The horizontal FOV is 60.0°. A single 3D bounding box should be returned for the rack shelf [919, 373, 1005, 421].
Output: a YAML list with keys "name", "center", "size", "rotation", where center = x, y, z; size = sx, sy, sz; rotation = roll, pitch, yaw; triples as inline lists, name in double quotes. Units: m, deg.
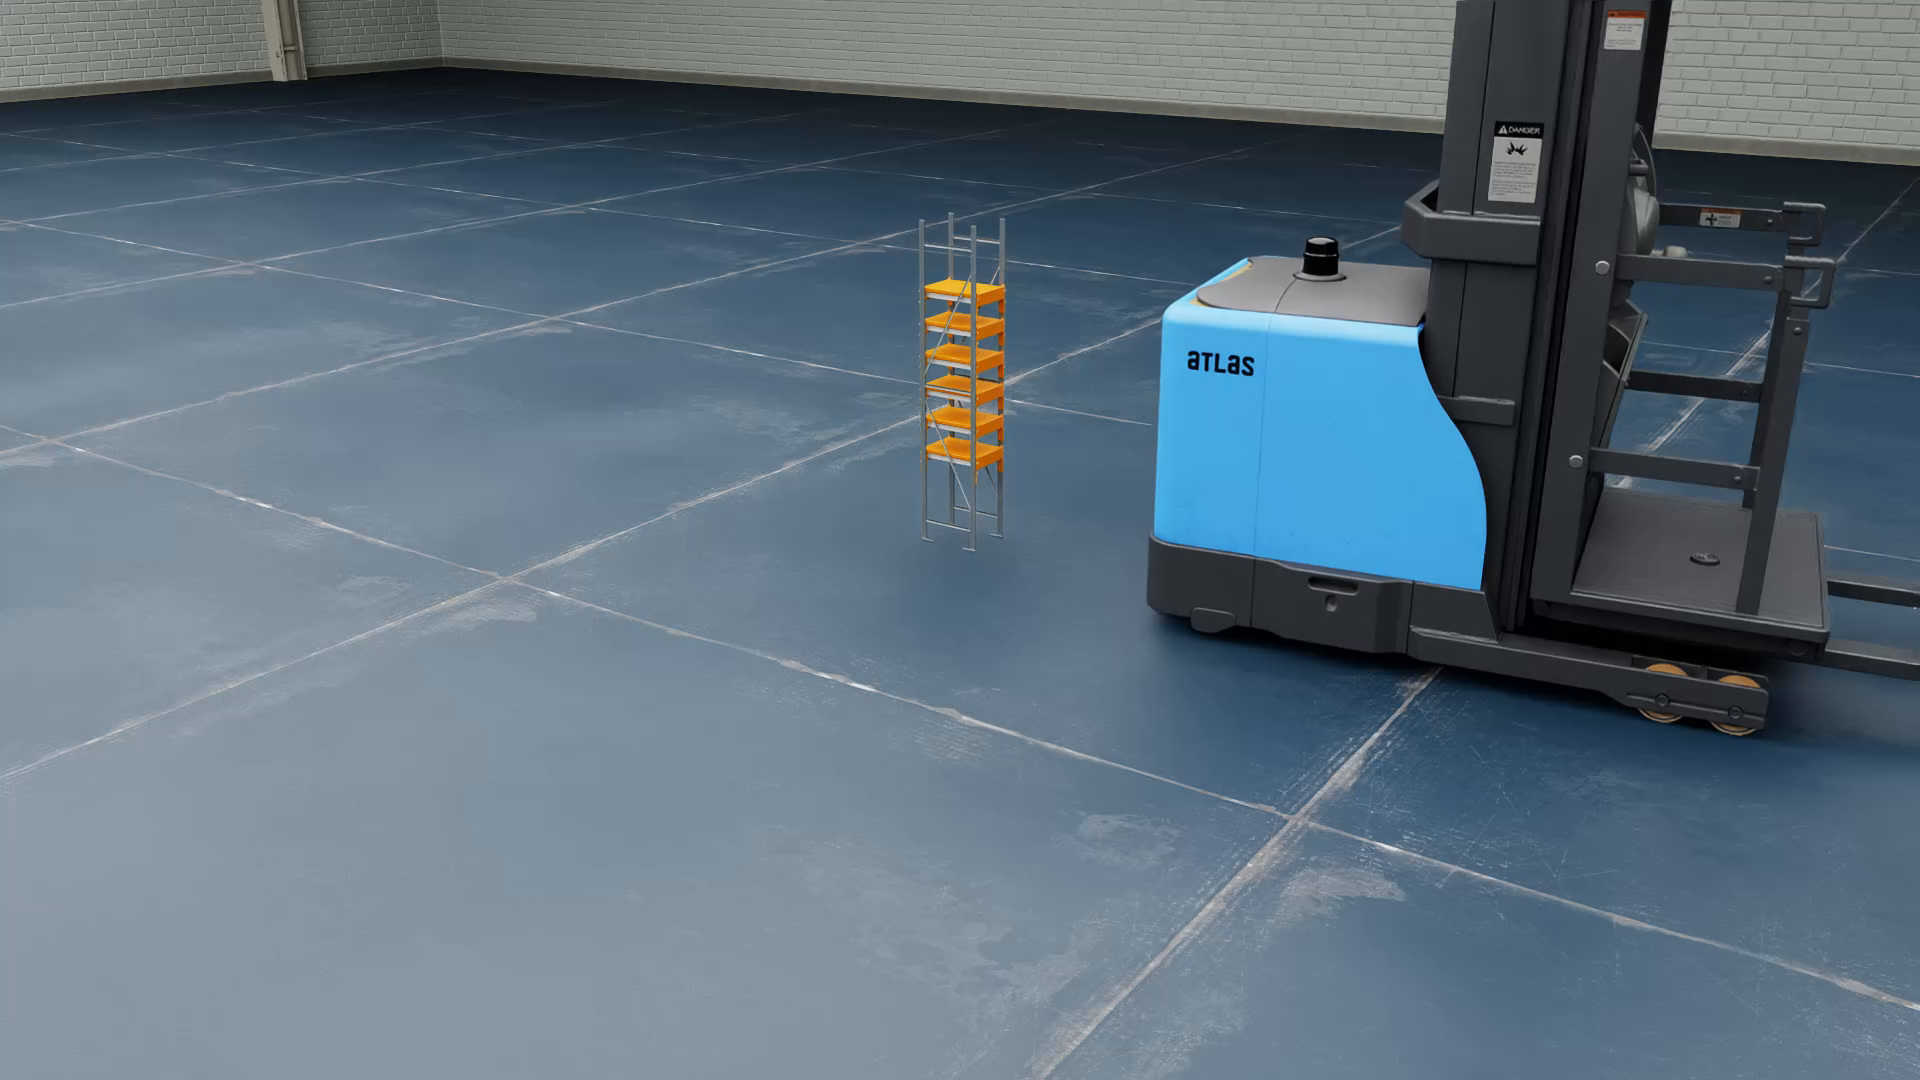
- name: "rack shelf"
  center: [0.008, -0.525, 6.083]
  size: [0.258, 0.103, 0.180]
  rotation: [13, 24, 32]

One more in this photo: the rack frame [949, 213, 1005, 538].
- name: "rack frame"
  center: [0.060, -0.593, 6.139]
  size: [0.240, 1.200, 0.006]
  rotation: [13, 24, 32]

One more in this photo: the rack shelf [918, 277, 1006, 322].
- name: "rack shelf"
  center: [0.008, -0.863, 5.959]
  size: [0.258, 0.103, 0.180]
  rotation: [13, 24, 32]

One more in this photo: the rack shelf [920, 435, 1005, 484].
- name: "rack shelf"
  center: [0.008, -0.300, 6.167]
  size: [0.258, 0.103, 0.180]
  rotation: [13, 24, 32]

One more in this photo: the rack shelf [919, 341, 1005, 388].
- name: "rack shelf"
  center: [0.008, -0.638, 6.042]
  size: [0.258, 0.103, 0.180]
  rotation: [13, 24, 32]

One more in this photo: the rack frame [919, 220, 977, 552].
- name: "rack frame"
  center: [-0.043, -0.541, 5.997]
  size: [0.240, 1.200, 0.006]
  rotation: [13, 24, 32]

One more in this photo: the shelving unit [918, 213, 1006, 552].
- name: "shelving unit"
  center: [0.008, -0.567, 6.068]
  size: [0.258, 1.200, 0.189]
  rotation: [13, 24, 32]

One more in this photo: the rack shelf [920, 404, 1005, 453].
- name: "rack shelf"
  center: [0.008, -0.413, 6.125]
  size: [0.258, 0.103, 0.180]
  rotation: [13, 24, 32]

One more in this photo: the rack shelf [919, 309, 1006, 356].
- name: "rack shelf"
  center: [0.008, -0.750, 6.000]
  size: [0.258, 0.103, 0.180]
  rotation: [13, 24, 32]

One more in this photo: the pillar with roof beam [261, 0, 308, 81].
- name: "pillar with roof beam"
  center: [-6.455, -10.258, 21.027]
  size: [9.100, 9.000, 0.400]
  rotation: [13, 24, 32]

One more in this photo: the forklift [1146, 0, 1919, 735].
- name: "forklift"
  center: [2.177, -1.026, 4.815]
  size: [3.031, 2.935, 1.130]
  rotation: [9, 22, 23]
